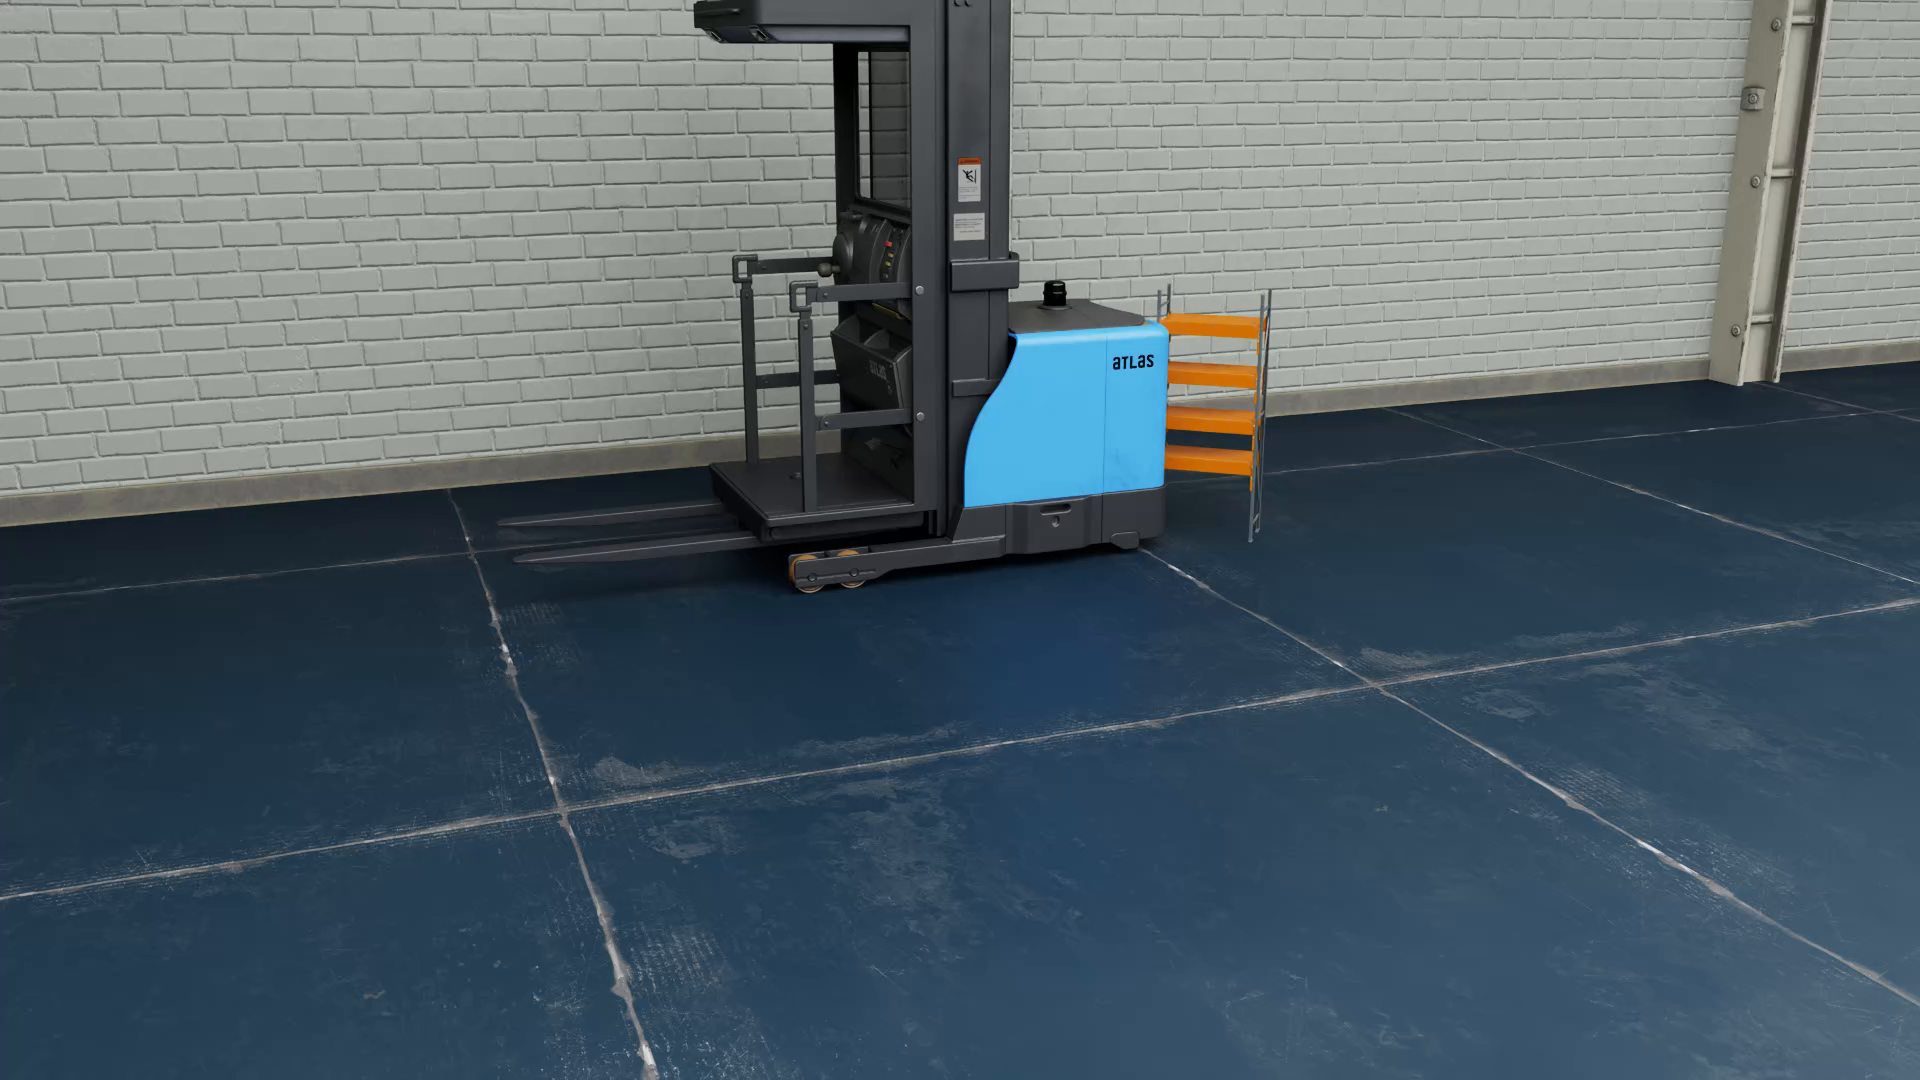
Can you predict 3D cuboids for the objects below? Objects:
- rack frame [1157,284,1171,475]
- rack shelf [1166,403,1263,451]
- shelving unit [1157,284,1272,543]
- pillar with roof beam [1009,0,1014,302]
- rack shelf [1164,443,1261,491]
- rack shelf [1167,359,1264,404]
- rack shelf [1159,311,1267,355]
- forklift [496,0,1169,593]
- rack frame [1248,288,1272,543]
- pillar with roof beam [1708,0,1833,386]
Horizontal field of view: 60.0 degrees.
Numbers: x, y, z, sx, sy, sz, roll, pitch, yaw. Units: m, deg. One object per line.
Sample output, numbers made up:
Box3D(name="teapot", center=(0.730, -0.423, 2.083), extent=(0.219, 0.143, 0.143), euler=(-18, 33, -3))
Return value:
Box3D(name="rack frame", center=(0.981, -0.639, 8.144), extent=(0.015, 1.200, 0.240), euler=(6, 17, 18))
Box3D(name="rack shelf", center=(1.212, -0.552, 8.087), extent=(0.480, 0.148, 0.258), euler=(6, 17, 18))
Box3D(name="shelving unit", center=(1.212, -0.616, 8.068), extent=(0.503, 1.200, 0.258), euler=(6, 17, 18))
Box3D(name="pillar with roof beam", center=(1.602, -3.739, 4.859), extent=(0.400, 9.000, 9.100), euler=(-6, 17, -20))
Box3D(name="rack shelf", center=(1.212, -0.361, 8.143), extent=(0.480, 0.148, 0.258), euler=(6, 17, 18))
Box3D(name="rack shelf", center=(1.212, -0.766, 8.024), extent=(0.480, 0.148, 0.258), euler=(6, 17, 18))
Box3D(name="rack shelf", center=(1.212, -0.993, 7.957), extent=(0.480, 0.148, 0.258), euler=(6, 17, 18))
Box3D(name="forklift", center=(-0.587, -1.342, 7.465), extent=(3.031, 2.935, 1.130), euler=(-6, 17, -20))
Box3D(name="rack frame", center=(1.443, -0.594, 7.991), extent=(0.015, 1.200, 0.240), euler=(6, 17, 18))
Box3D(name="pillar with roof beam", center=(7.205, -4.344, 6.919), extent=(0.400, 9.000, 9.100), euler=(-6, 17, -20))
